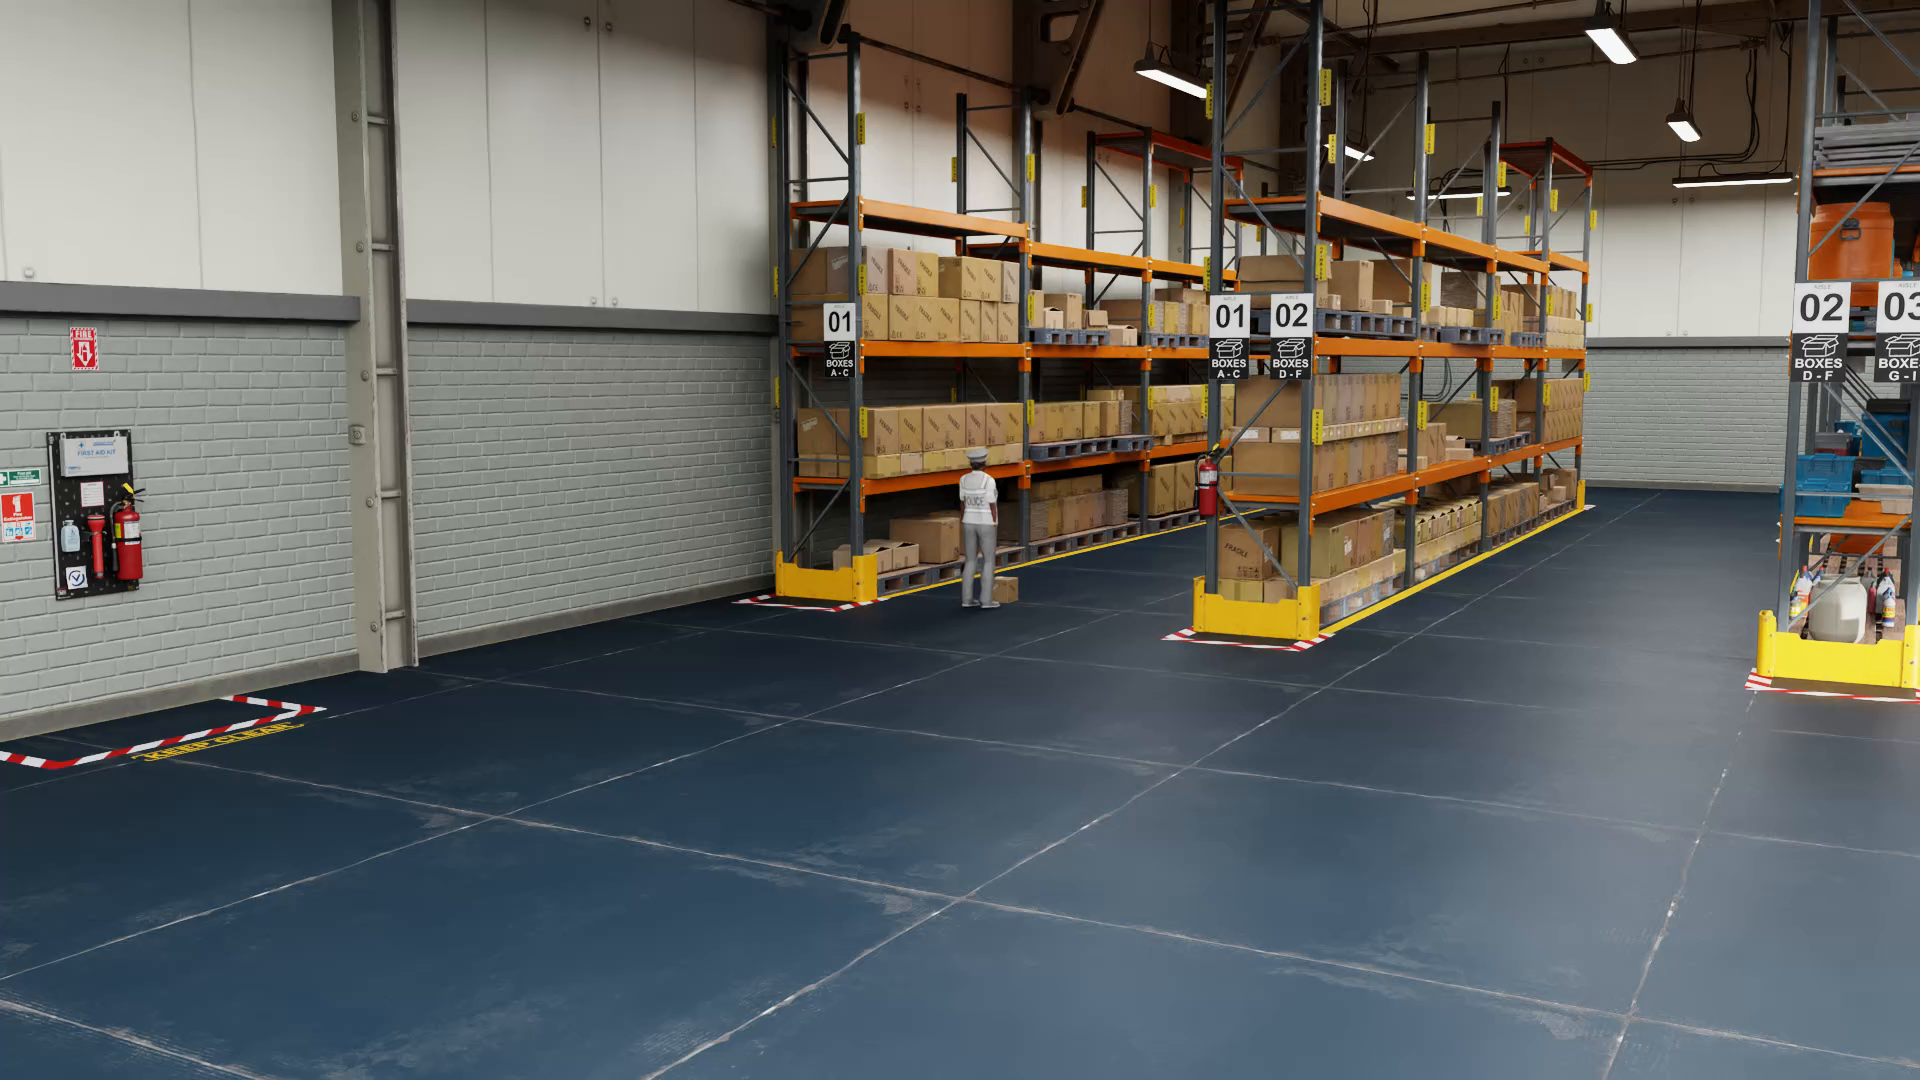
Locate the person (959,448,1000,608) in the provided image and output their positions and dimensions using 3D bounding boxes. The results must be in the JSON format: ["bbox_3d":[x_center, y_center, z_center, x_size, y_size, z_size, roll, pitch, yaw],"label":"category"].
[{"bbox_3d":[0.205,-0.125,17.483,0.435,1.680,0.339,4,7,30],"label":"person"}]
